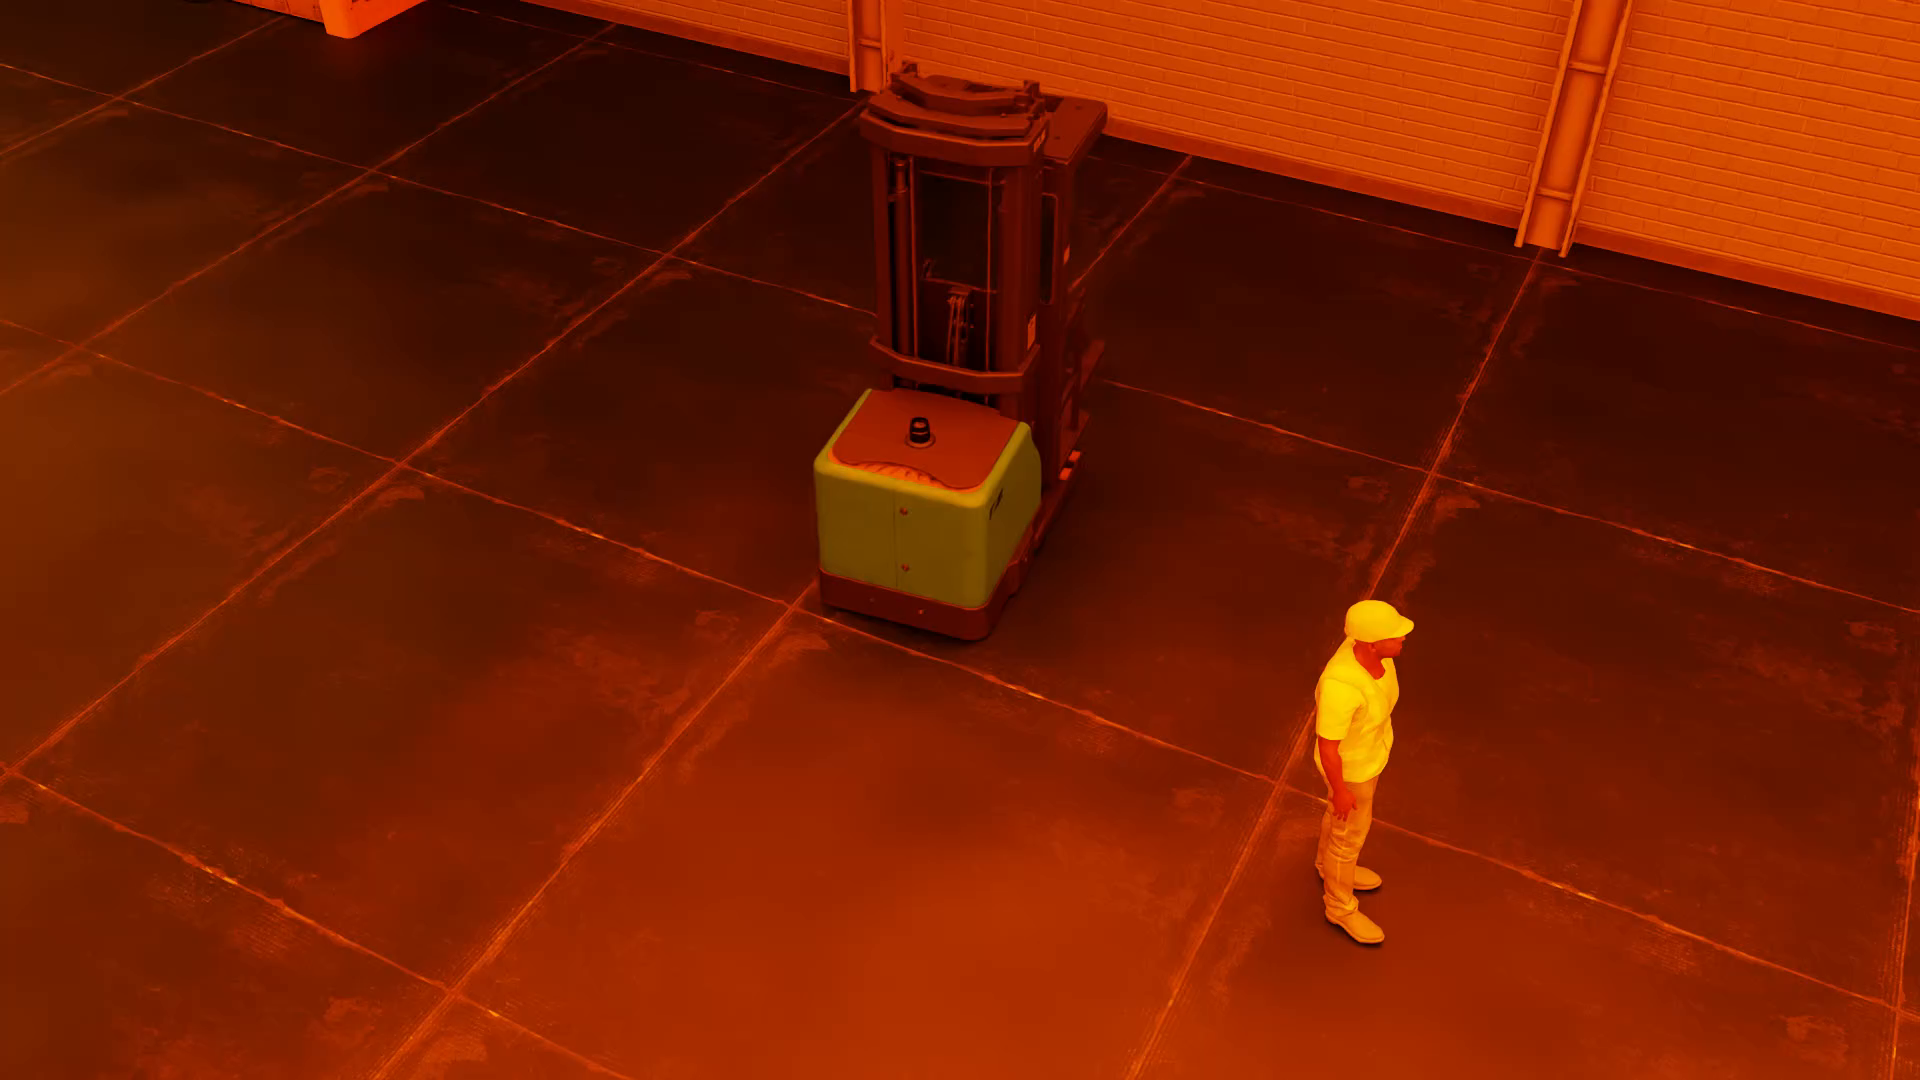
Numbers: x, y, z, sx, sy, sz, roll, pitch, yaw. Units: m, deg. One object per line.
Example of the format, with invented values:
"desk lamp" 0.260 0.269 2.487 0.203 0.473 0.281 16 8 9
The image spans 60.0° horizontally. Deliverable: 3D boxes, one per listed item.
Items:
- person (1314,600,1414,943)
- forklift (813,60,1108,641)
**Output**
"person" 1.895 1.018 7.672 0.574 1.769 0.665 19 44 21
"forklift" 0.169 -1.504 9.773 1.130 2.935 3.031 14 42 16
